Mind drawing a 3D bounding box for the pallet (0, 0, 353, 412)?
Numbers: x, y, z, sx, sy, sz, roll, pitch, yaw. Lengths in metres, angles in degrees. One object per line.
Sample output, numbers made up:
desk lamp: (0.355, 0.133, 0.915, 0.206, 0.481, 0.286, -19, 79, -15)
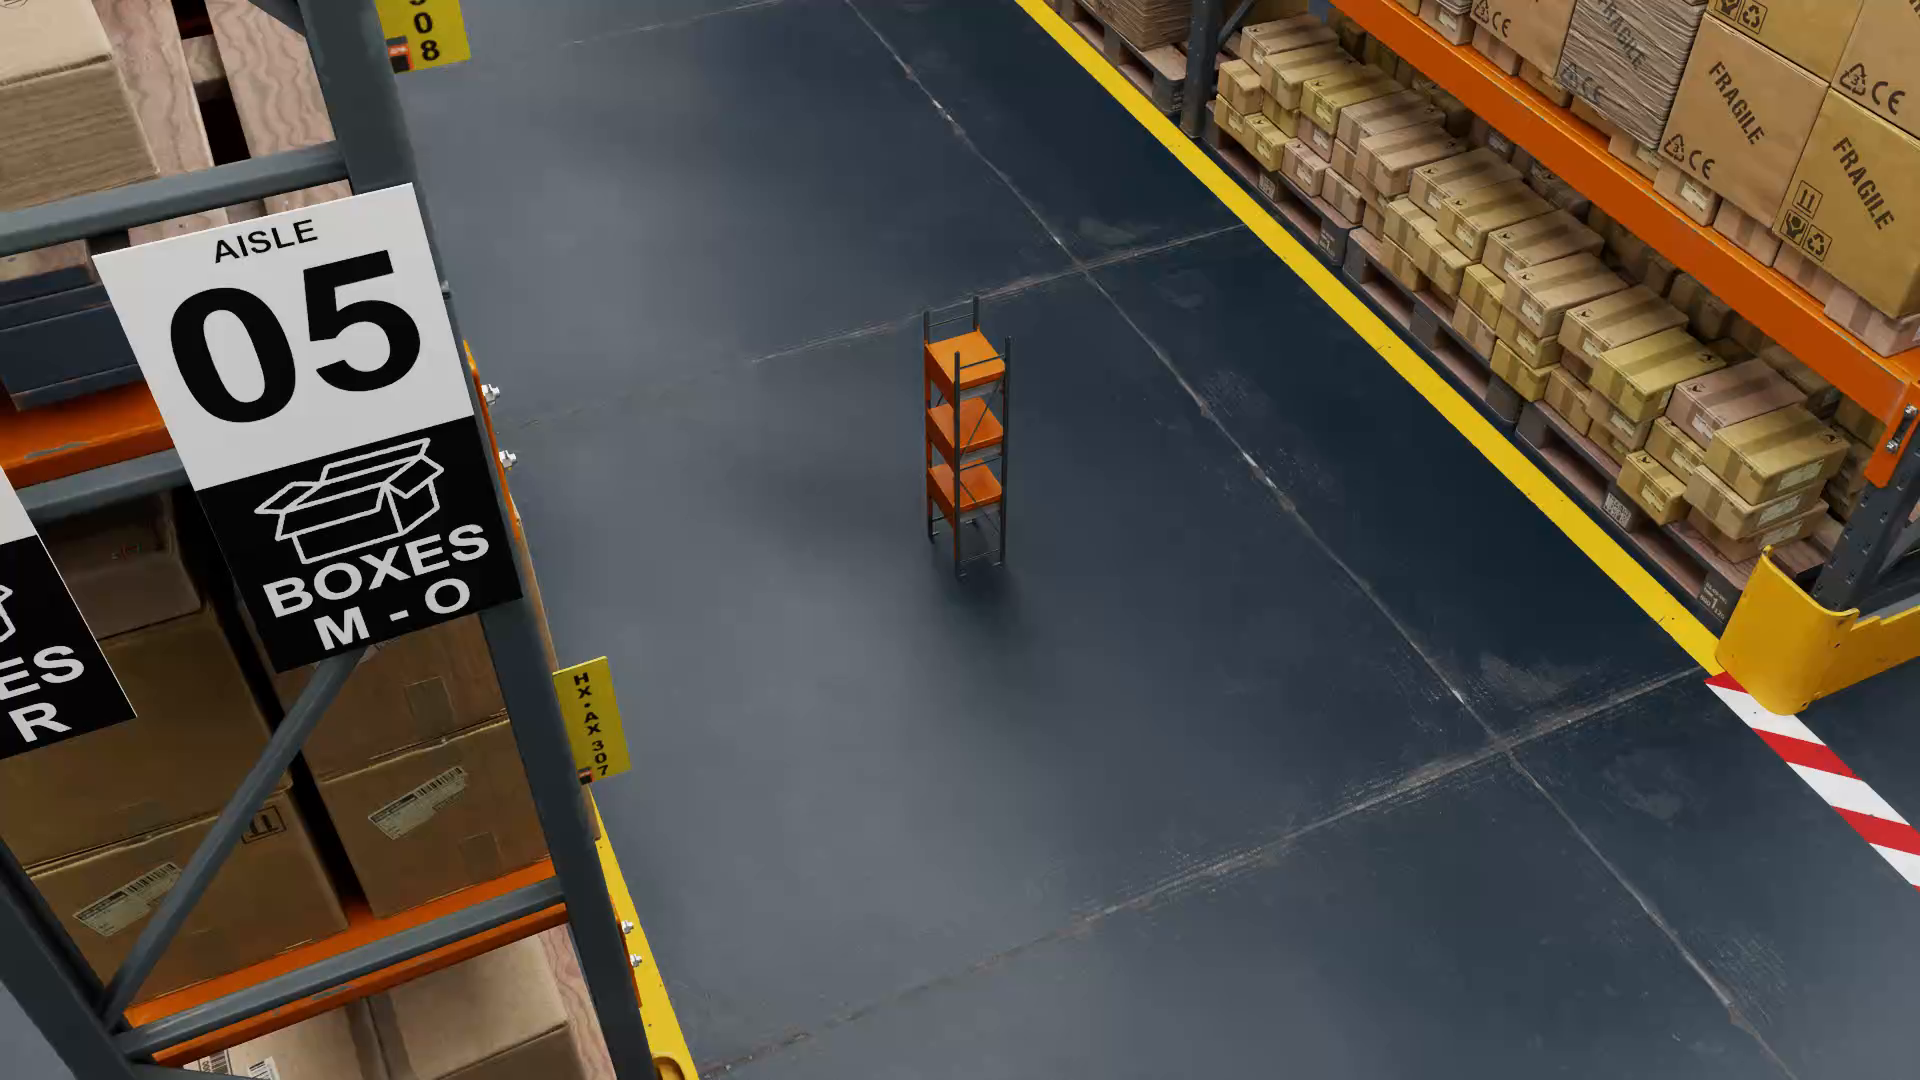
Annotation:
pallet: (-1.511, -0.669, 2.720, 1.003, 0.211, 1.213, -18, 47, -17)

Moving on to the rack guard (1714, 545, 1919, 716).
rack guard: (3.228, 0.152, 5.740, 1.175, 0.500, 0.348, -18, 47, -17)

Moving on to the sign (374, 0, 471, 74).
sign: (-0.683, -0.730, 2.040, 0.100, 0.325, 0.005, -18, 47, -17)

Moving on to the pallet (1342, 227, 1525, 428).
pallet: (2.409, -1.050, 7.163, 1.003, 0.211, 1.213, -18, 47, -17)

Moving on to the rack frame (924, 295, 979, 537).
rack frame: (-0.029, -0.417, 5.925, 0.200, 1.050, 0.008, -18, 47, -17)

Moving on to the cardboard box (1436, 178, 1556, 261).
cardboard box: (2.169, -1.301, 6.740, 0.380, 0.149, 0.250, -18, 47, -17)

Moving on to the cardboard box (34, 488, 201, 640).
cardboard box: (-1.522, 0.045, 2.824, 0.380, 0.149, 0.250, -17, 47, -17)

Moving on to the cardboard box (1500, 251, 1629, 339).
cardboard box: (2.315, -0.941, 6.376, 0.380, 0.149, 0.250, -16, 47, -16)

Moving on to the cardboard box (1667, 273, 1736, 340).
cardboard box: (2.953, -0.942, 6.376, 0.380, 0.149, 0.250, -20, 48, -19)

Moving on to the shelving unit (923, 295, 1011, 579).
shelving unit: (0.022, -0.340, 5.847, 0.215, 1.050, 0.252, -18, 47, -17)

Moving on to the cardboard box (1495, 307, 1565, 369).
cardboard box: (2.329, -0.839, 6.483, 0.380, 0.149, 0.250, -17, 47, -17)

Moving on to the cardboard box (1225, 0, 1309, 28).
cardboard box: (1.508, -3.047, 8.683, 0.500, 0.500, 0.500, -16, 47, -16)

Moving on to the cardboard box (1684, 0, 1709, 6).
cardboard box: (2.402, -2.056, 5.204, 0.500, 0.500, 0.500, -16, 47, -15)

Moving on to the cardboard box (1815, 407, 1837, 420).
cardboard box: (3.208, -0.531, 6.171, 0.380, 0.149, 0.250, -18, 47, -18)

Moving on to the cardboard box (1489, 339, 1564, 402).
cardboard box: (2.336, -0.723, 6.578, 0.380, 0.149, 0.250, -20, 48, -19)

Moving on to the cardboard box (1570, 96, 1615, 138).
cardboard box: (2.404, -1.571, 5.885, 0.380, 0.149, 0.250, -20, 48, -19)

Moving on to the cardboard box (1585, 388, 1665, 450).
cardboard box: (2.559, -0.513, 6.153, 0.380, 0.149, 0.250, -20, 48, -19)

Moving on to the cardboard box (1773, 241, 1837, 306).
cardboard box: (2.796, -0.894, 5.199, 0.380, 0.149, 0.250, -18, 47, -17)

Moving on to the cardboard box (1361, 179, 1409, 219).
cardboard box: (1.968, -1.519, 7.173, 0.380, 0.149, 0.250, -16, 47, -16)

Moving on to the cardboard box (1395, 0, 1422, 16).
cardboard box: (1.891, -2.220, 6.543, 0.380, 0.149, 0.250, -17, 47, -17)

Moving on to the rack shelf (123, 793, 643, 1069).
rack shelf: (-2.030, -0.181, 4.810, 1.077, 0.370, 4.000, -18, 47, -17)

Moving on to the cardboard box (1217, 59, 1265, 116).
cardboard box: (1.440, -2.153, 7.816, 0.380, 0.149, 0.250, -16, 47, -16)

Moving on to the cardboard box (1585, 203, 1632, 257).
cardboard box: (2.776, -1.303, 6.742, 0.380, 0.149, 0.250, -17, 47, -17)

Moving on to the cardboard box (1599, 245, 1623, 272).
cardboard box: (2.666, -1.158, 6.807, 0.380, 0.149, 0.250, -16, 47, -15)

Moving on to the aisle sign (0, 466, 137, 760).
aisle sign: (-1.440, 0.049, 2.214, 0.394, 0.787, 0.004, -18, 47, -17)

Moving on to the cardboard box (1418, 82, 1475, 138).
cardboard box: (2.256, -1.939, 7.387, 0.380, 0.149, 0.250, -17, 47, -16)

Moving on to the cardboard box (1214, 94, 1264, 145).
cardboard box: (1.439, -2.046, 7.919, 0.380, 0.149, 0.250, -20, 48, -19)

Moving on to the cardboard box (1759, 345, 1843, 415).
cardboard box: (3.123, -0.610, 6.040, 0.380, 0.149, 0.250, -17, 47, -17)

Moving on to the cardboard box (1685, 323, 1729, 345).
cardboard box: (3.016, -0.856, 6.501, 0.380, 0.149, 0.250, -17, 47, -16)

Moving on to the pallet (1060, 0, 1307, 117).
pallet: (1.249, -2.741, 8.878, 1.003, 0.211, 1.213, -18, 47, -17)

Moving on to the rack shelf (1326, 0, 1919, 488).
rack shelf: (2.419, -1.708, 6.357, 1.077, 0.370, 4.000, -18, 47, -17)

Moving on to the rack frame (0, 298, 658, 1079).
rack frame: (-1.189, 0.837, 3.266, 1.000, 3.000, 0.127, -18, 47, -17)

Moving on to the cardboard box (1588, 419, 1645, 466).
cardboard box: (2.616, -0.426, 6.276, 0.380, 0.149, 0.250, -18, 47, -18)

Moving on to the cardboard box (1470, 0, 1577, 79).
cardboard box: (2.203, -2.012, 5.870, 0.500, 0.500, 0.500, -16, 47, -15)

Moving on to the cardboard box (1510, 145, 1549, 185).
cardboard box: (2.579, -1.625, 7.069, 0.380, 0.149, 0.250, -20, 48, -19)

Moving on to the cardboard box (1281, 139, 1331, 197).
cardboard box: (1.703, -1.733, 7.602, 0.380, 0.149, 0.250, -18, 47, -18)

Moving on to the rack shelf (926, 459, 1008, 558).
rack shelf: (0.022, -0.134, 6.049, 0.215, 0.259, 0.240, -18, 47, -17)

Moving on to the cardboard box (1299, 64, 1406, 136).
cardboard box: (1.748, -1.964, 7.412, 0.380, 0.149, 0.250, -19, 48, -18)

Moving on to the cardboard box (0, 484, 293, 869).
cardboard box: (-1.608, 0.209, 3.120, 0.500, 0.500, 0.500, -17, 47, -16)

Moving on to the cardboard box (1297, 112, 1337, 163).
cardboard box: (1.763, -1.874, 7.533, 0.380, 0.149, 0.250, -18, 47, -18)

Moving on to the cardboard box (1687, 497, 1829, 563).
cardboard box: (2.849, -0.098, 5.944, 0.380, 0.149, 0.250, -17, 47, -17)

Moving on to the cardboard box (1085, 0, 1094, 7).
cardboard box: (0.823, -3.222, 8.861, 0.500, 0.500, 0.500, -19, 48, -18)

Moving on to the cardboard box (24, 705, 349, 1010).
cardboard box: (-1.632, 0.572, 3.463, 0.500, 0.500, 0.500, -18, 47, -17)

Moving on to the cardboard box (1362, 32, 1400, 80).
cardboard box: (2.107, -2.284, 7.736, 0.380, 0.149, 0.250, -17, 47, -17)

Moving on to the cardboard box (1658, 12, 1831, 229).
cardboard box: (2.625, -1.371, 5.221, 0.500, 0.500, 0.500, -19, 48, -18)

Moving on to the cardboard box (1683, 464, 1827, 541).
cardboard box: (2.779, -0.182, 5.818, 0.380, 0.149, 0.250, -19, 48, -18)

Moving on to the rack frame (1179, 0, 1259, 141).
rack frame: (1.578, -3.238, 7.396, 1.000, 3.000, 0.127, -18, 47, -17)

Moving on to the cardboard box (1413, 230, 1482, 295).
cardboard box: (2.097, -1.175, 6.824, 0.380, 0.149, 0.250, -18, 47, -17)

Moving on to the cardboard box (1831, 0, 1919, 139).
cardboard box: (2.842, -1.405, 4.543, 0.500, 0.500, 0.500, -19, 48, -18)

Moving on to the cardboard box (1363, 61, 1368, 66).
cardboard box: (2.124, -2.203, 7.866, 0.380, 0.149, 0.250, -20, 48, -19)

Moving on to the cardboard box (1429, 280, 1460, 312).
cardboard box: (2.201, -1.086, 6.946, 0.380, 0.149, 0.250, -17, 47, -16)

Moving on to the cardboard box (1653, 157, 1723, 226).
cardboard box: (2.548, -1.205, 5.514, 0.380, 0.149, 0.250, -17, 47, -16)

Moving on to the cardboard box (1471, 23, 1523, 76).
cardboard box: (2.153, -1.890, 6.208, 0.380, 0.149, 0.250, -16, 47, -16)

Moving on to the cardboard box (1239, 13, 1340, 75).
cardboard box: (1.535, -2.304, 7.757, 0.380, 0.149, 0.250, -16, 47, -16)

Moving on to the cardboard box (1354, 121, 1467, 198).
cardboard box: (1.911, -1.619, 7.062, 0.380, 0.149, 0.250, -17, 47, -17)

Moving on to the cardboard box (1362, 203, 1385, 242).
cardboard box: (2.000, -1.425, 7.290, 0.380, 0.149, 0.250, -20, 48, -19)

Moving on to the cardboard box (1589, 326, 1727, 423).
cardboard box: (2.529, -0.603, 6.032, 0.380, 0.149, 0.250, -19, 48, -18)

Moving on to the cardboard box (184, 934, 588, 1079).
cardboard box: (-1.557, 1.208, 4.415, 0.875, 0.438, 0.875, -20, 48, -19)

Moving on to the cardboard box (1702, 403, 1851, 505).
cardboard box: (2.807, -0.298, 5.724, 0.380, 0.149, 0.250, -18, 47, -17)

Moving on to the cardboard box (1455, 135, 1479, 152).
cardboard box: (2.394, -1.692, 7.348, 0.380, 0.149, 0.250, -17, 47, -16)
